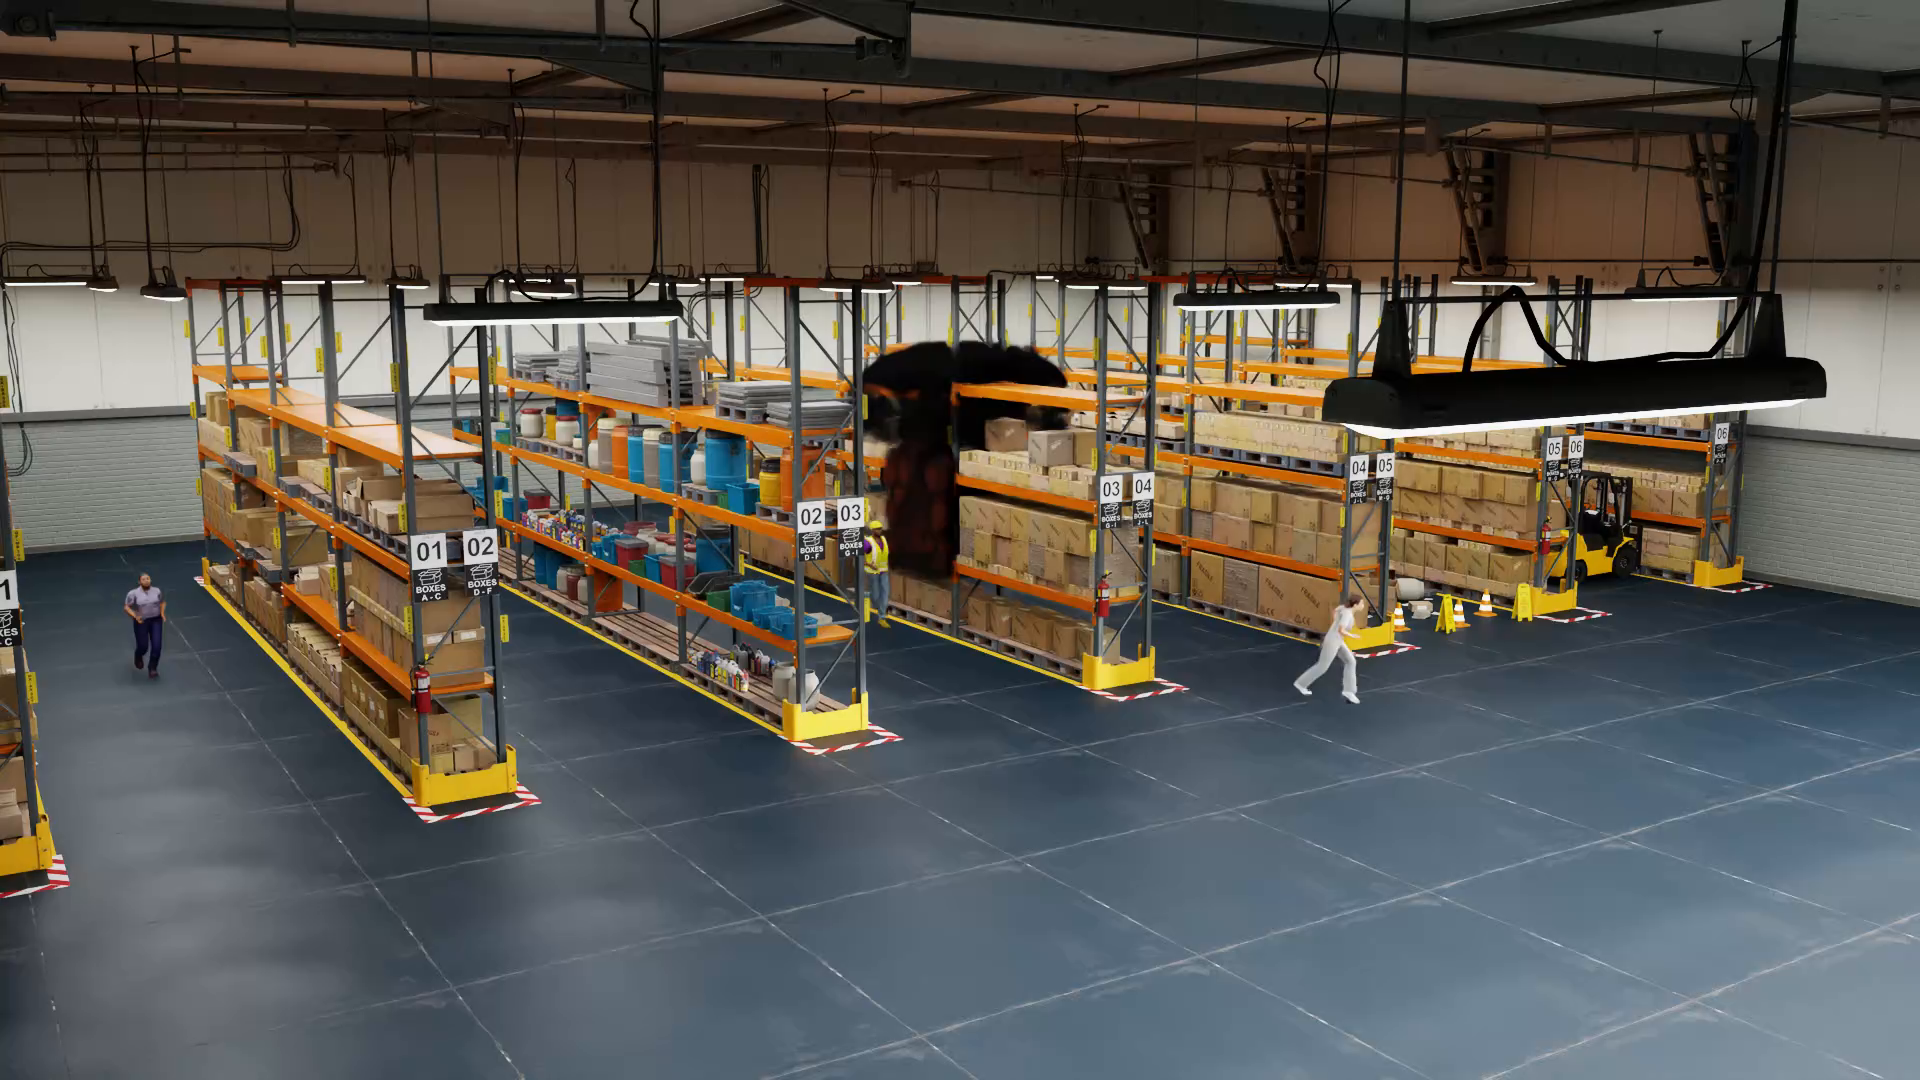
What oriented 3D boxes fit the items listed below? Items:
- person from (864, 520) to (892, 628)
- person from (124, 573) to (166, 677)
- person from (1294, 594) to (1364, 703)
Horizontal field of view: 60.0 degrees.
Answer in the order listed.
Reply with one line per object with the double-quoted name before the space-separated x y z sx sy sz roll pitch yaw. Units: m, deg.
"person" -1.432 0.547 27.893 0.708 1.785 0.824 -8 13 -40
"person" -12.496 1.284 25.570 0.595 1.601 0.561 -8 13 -41
"person" 5.343 1.560 24.097 0.963 1.627 0.605 2 10 13
